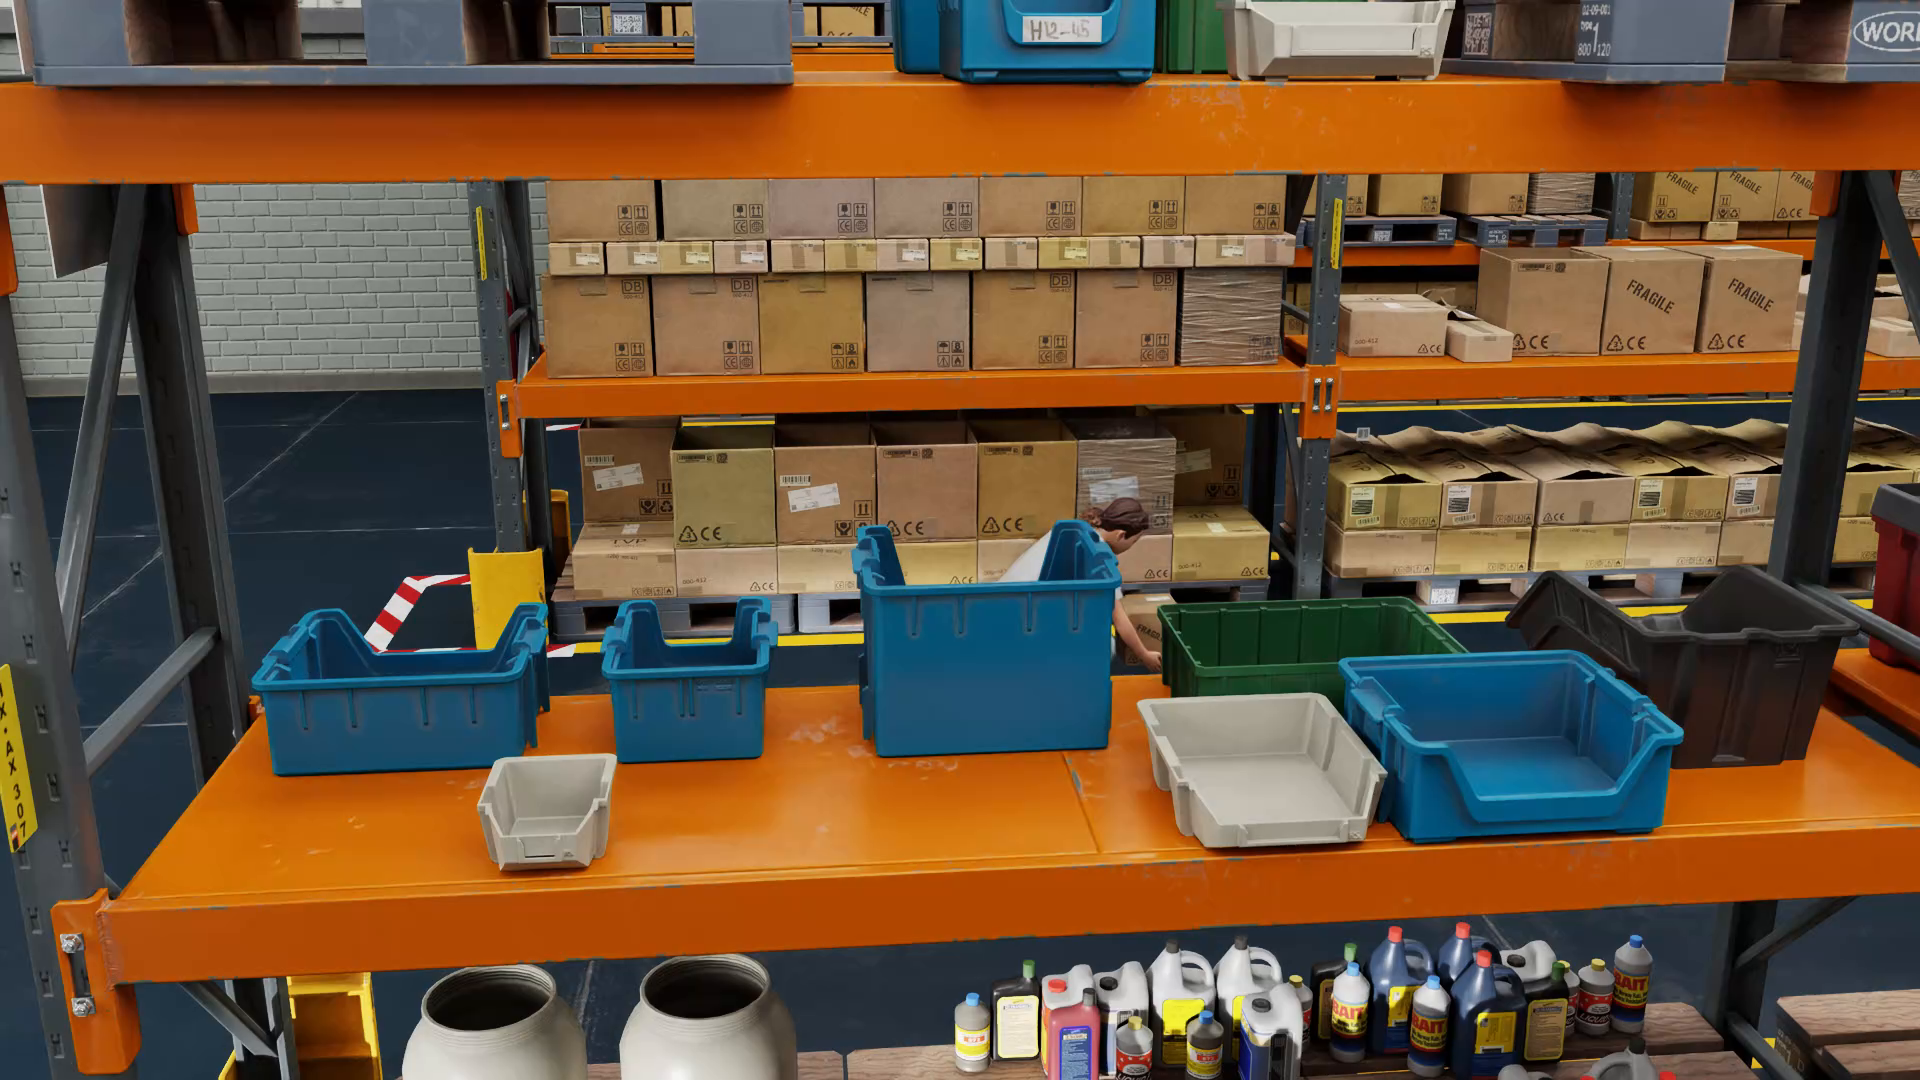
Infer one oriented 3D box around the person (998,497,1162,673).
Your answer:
[{"bbox_3d":[0.511,0.280,7.412,0.810,0.931,0.490,-2,17,-7],"label":"person"}]
